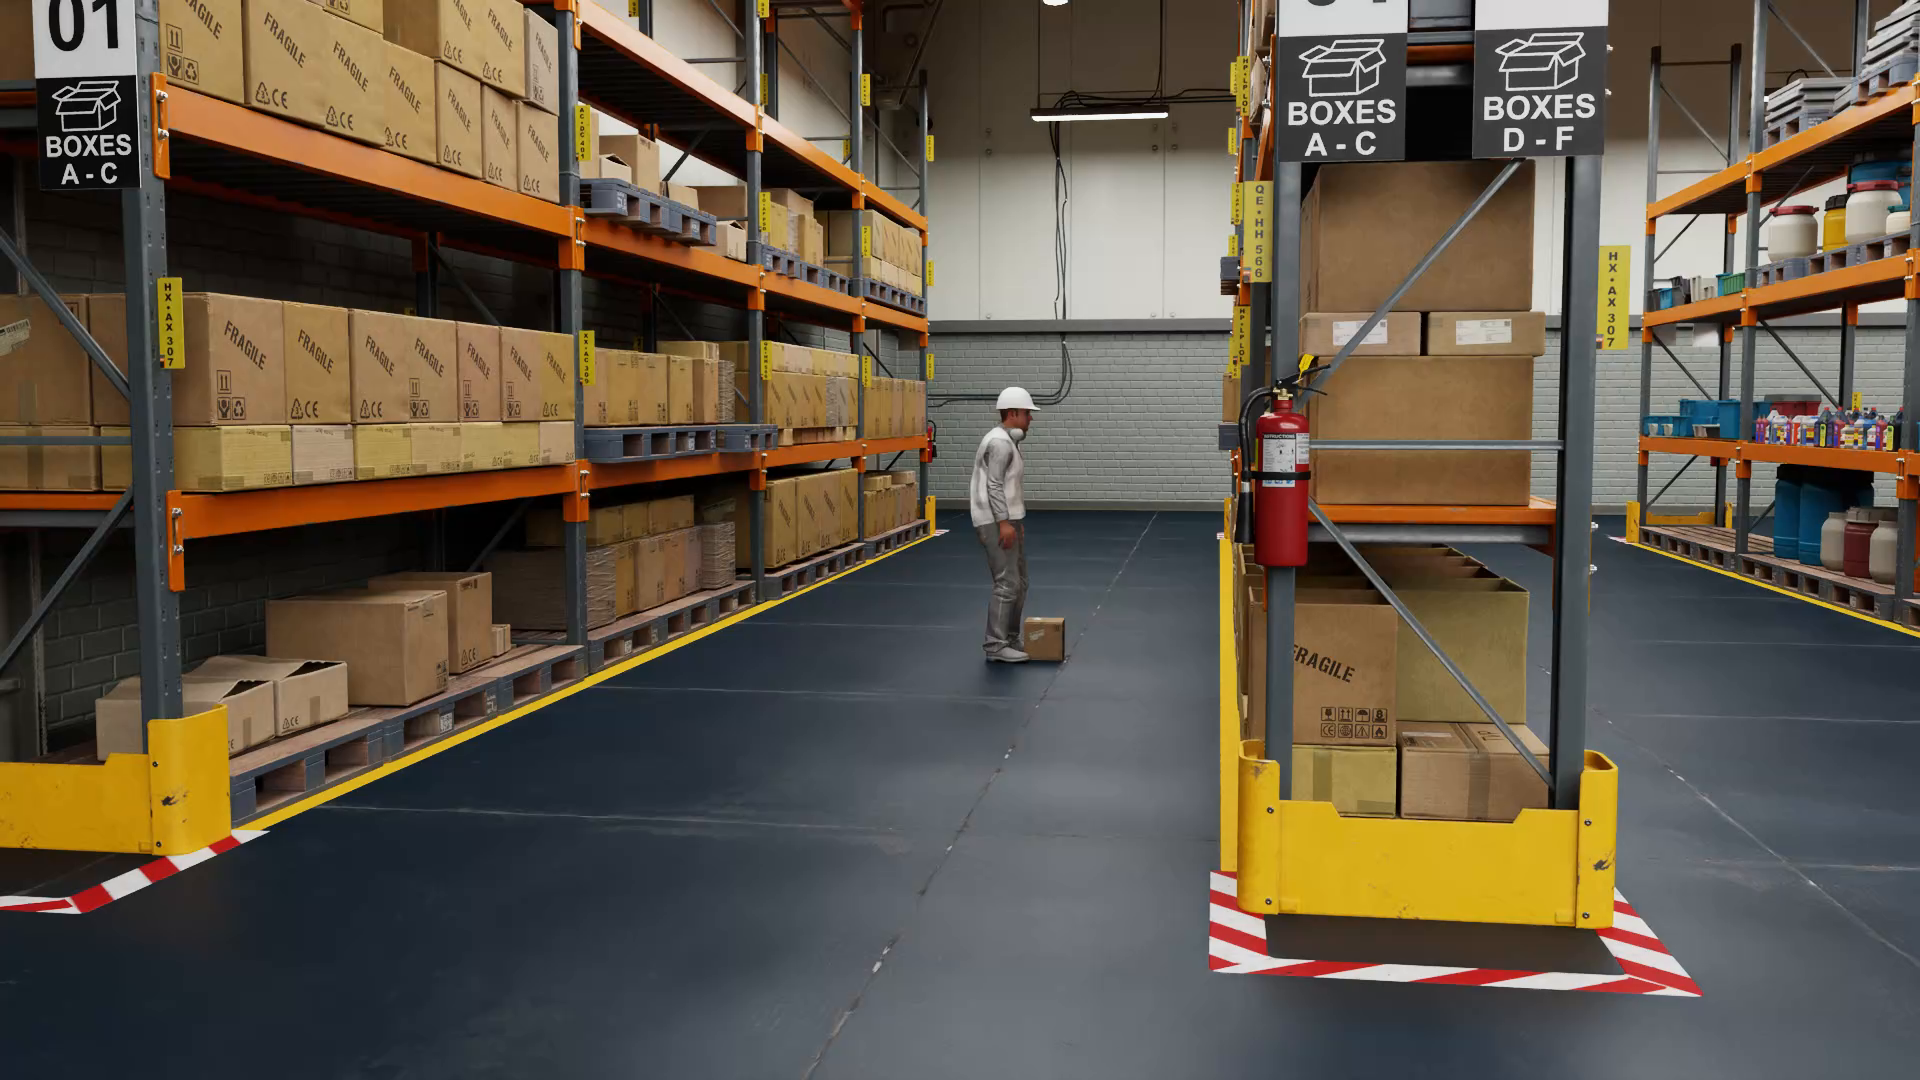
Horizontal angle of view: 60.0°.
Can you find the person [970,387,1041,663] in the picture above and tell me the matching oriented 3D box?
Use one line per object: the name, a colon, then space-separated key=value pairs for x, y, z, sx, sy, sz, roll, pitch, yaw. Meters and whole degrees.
person: x=0.298 y=-0.111 z=10.892 sx=0.463 sy=1.772 sz=0.581 roll=1 pitch=4 yaw=9
